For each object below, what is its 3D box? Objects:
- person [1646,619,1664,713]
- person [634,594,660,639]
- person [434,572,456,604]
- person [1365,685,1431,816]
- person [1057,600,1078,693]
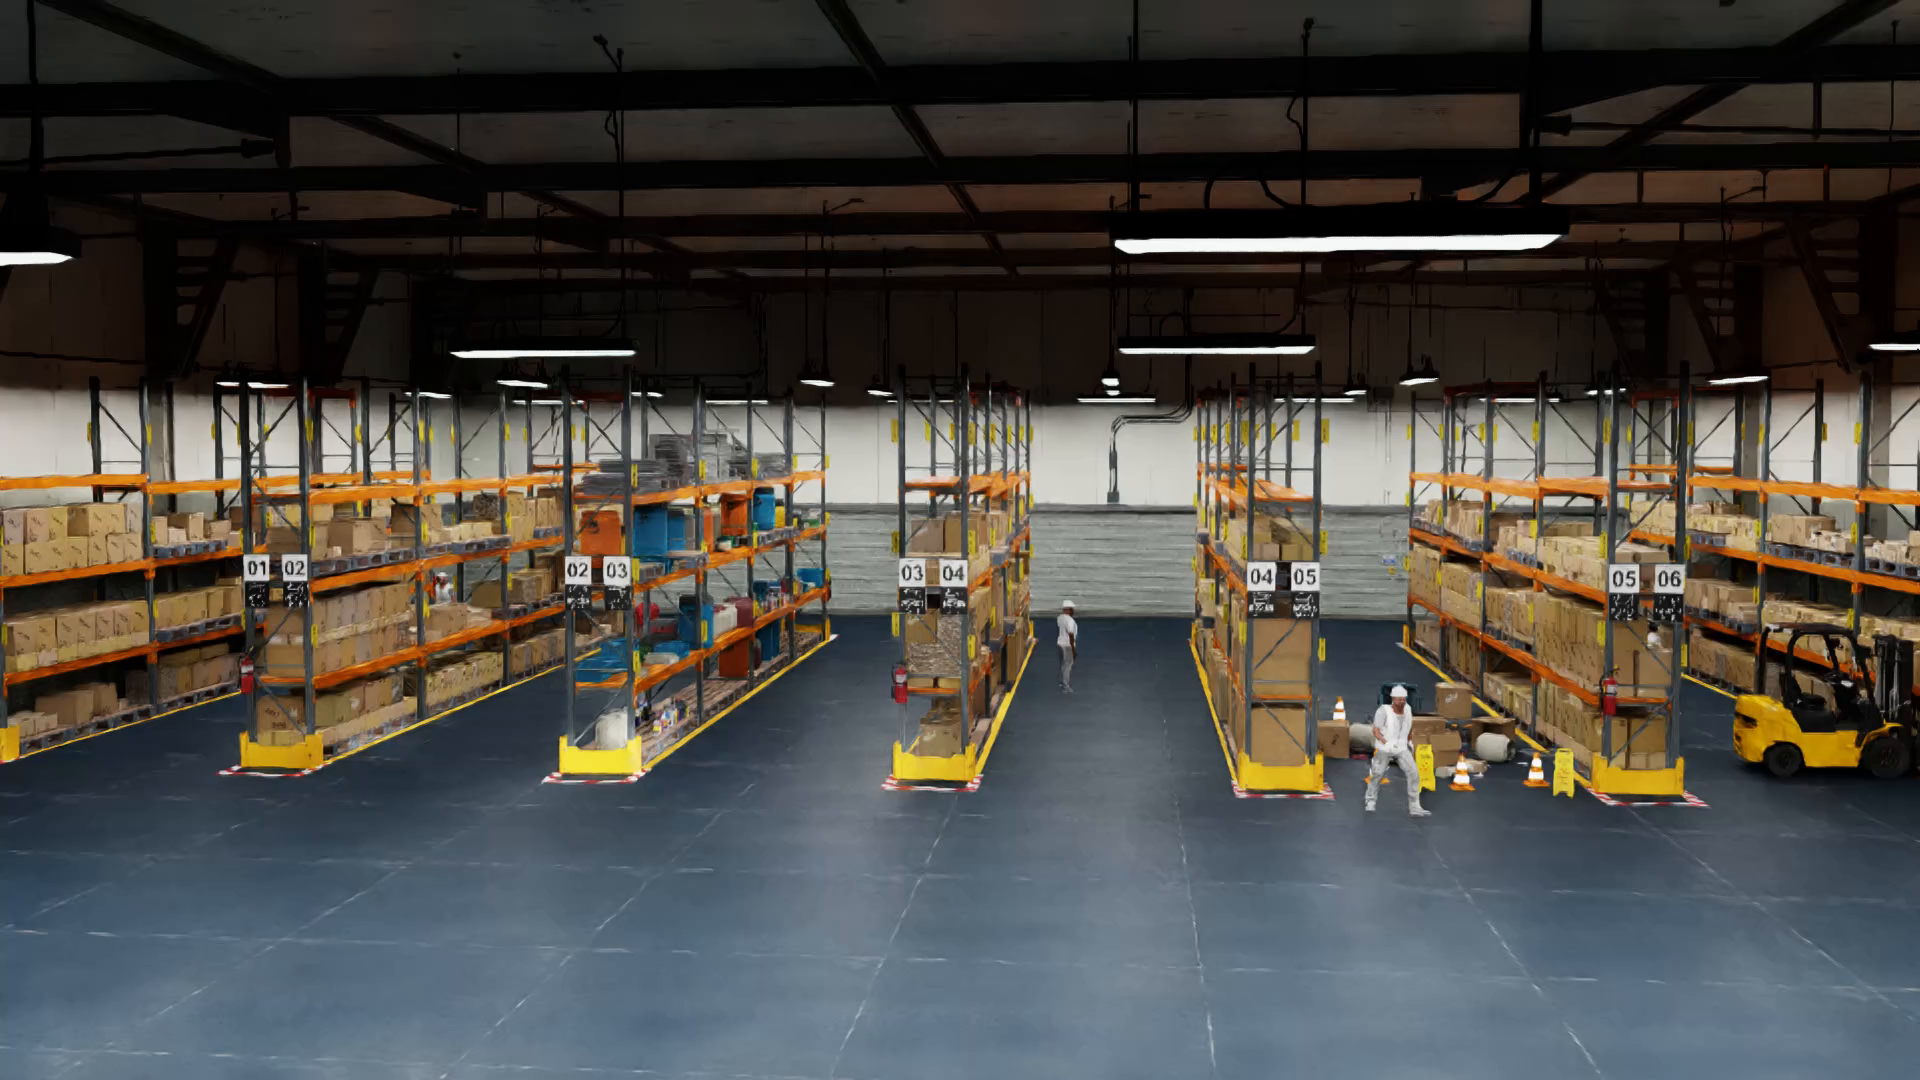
[{"bbox_3d":[12.366,2.244,29.772,0.543,1.667,0.571,2,4,34],"label":"person"},{"bbox_3d":[-6.626,1.907,35.156,0.542,1.645,1.126,0,4,8],"label":"person"},{"bbox_3d":[-12.259,1.599,39.506,0.550,1.709,1.128,0,4,3],"label":"person"},{"bbox_3d":[5.684,2.736,21.781,0.704,1.716,0.810,-1,4,-13],"label":"person"},{"bbox_3d":[2.094,2.040,32.073,0.405,1.769,0.664,-1,4,-17],"label":"person"}]
